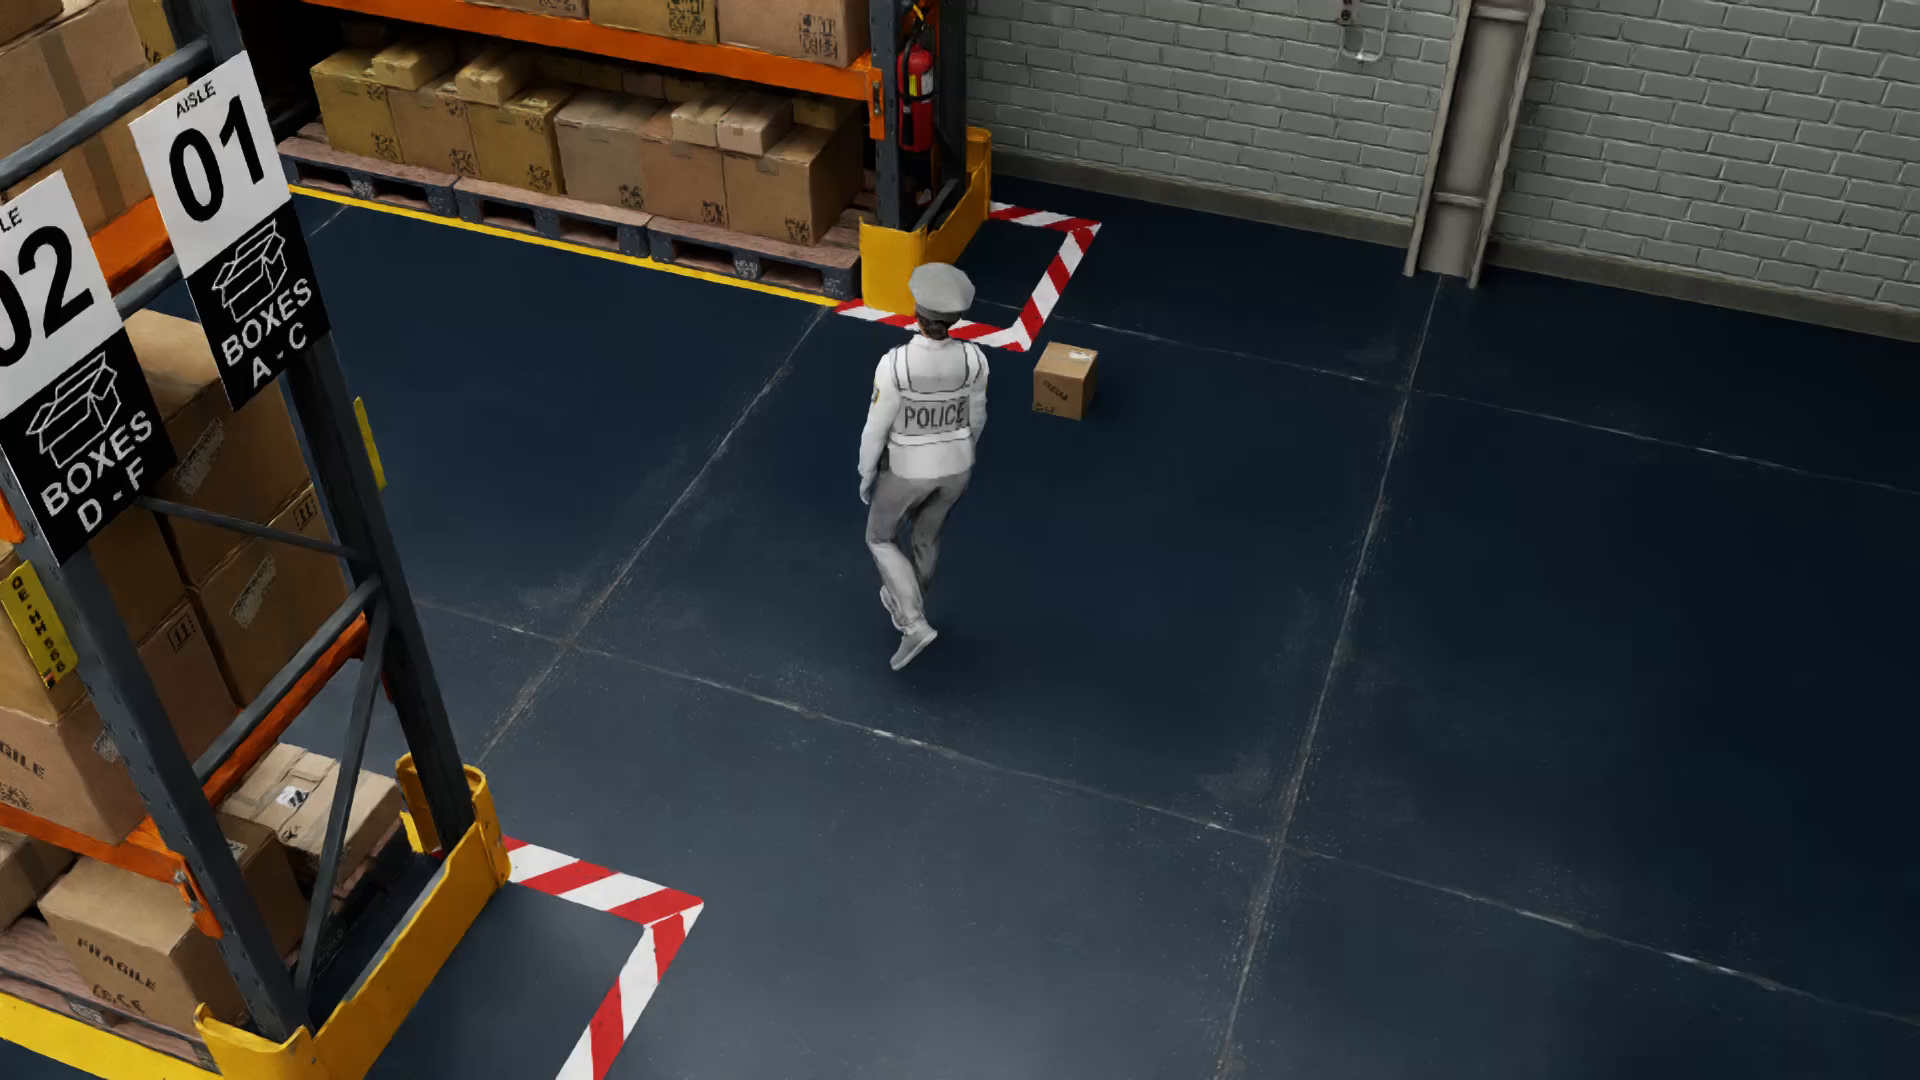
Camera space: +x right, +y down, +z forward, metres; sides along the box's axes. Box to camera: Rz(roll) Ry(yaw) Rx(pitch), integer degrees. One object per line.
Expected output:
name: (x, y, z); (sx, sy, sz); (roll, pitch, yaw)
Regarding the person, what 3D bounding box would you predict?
person: (-0.123, -0.238, 6.404); (0.513, 1.640, 0.590); (-11, 43, -12)
